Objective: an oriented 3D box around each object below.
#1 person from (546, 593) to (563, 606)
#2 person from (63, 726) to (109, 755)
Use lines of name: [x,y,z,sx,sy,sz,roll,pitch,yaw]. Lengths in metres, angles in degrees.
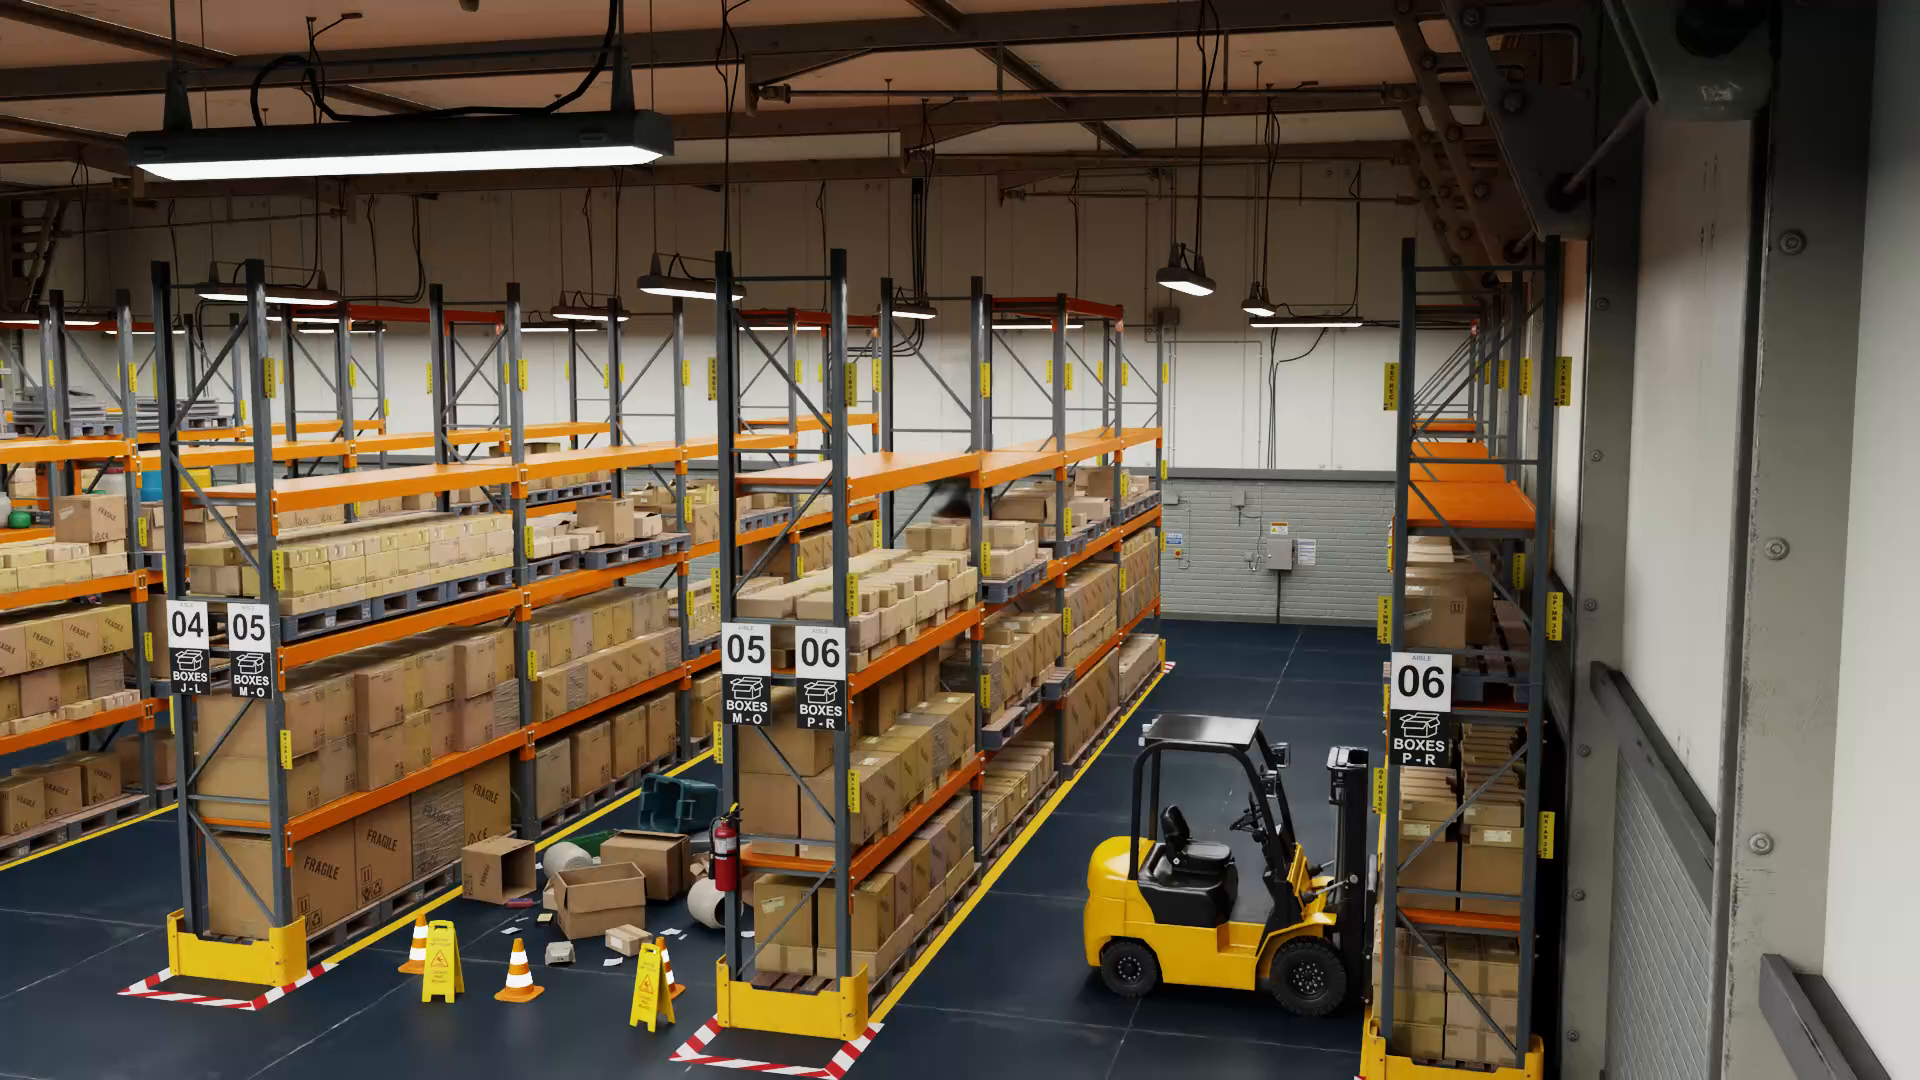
person: [-6.178,1.602,25.611,0.662,1.731,0.831,2,6,15]
person: [-11.482,2.005,21.744,0.686,1.829,0.861,1,6,10]
